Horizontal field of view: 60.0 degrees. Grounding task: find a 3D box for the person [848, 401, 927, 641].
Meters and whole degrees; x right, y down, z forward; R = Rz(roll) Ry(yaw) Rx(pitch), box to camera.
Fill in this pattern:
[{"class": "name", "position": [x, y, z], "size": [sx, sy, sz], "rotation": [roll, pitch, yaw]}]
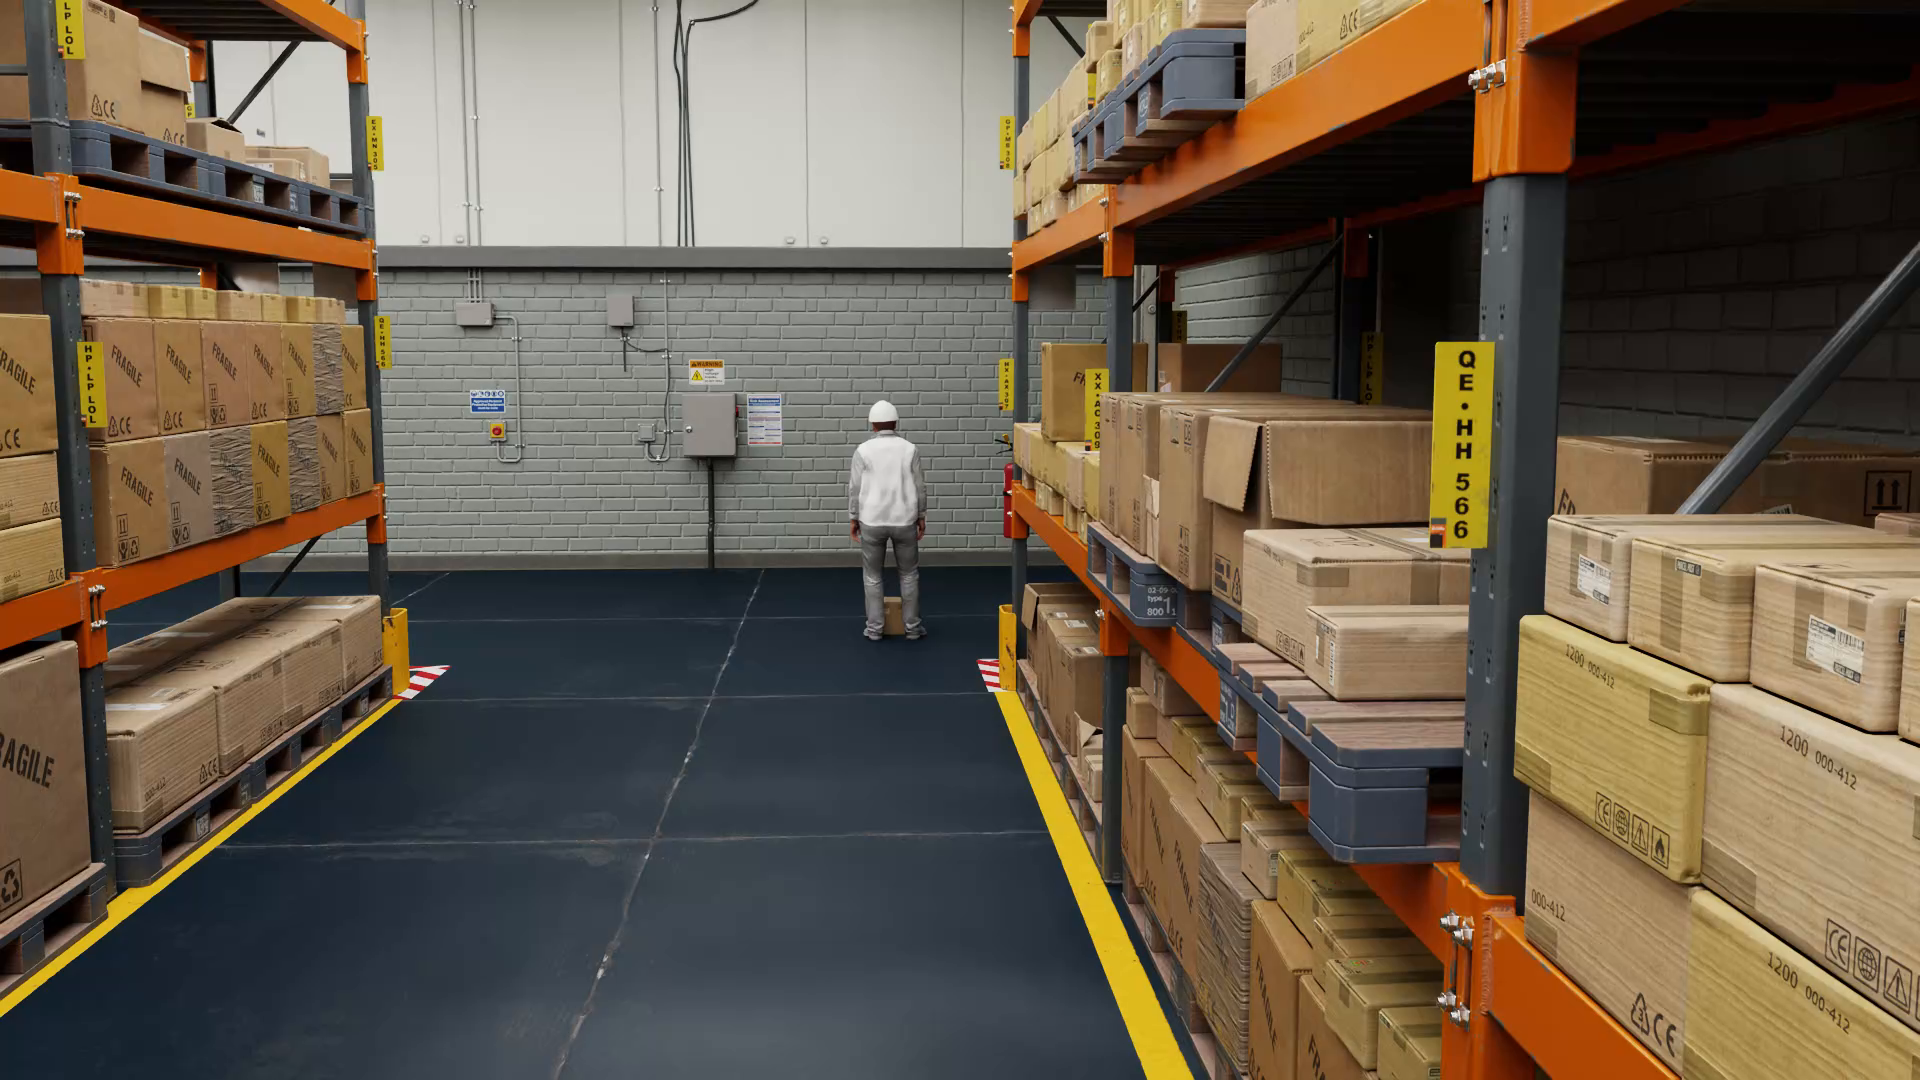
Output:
[{"class": "person", "position": [-0.535, -0.145, 12.350], "size": [0.592, 1.771, 0.465], "rotation": [-1, 7, -7]}]
